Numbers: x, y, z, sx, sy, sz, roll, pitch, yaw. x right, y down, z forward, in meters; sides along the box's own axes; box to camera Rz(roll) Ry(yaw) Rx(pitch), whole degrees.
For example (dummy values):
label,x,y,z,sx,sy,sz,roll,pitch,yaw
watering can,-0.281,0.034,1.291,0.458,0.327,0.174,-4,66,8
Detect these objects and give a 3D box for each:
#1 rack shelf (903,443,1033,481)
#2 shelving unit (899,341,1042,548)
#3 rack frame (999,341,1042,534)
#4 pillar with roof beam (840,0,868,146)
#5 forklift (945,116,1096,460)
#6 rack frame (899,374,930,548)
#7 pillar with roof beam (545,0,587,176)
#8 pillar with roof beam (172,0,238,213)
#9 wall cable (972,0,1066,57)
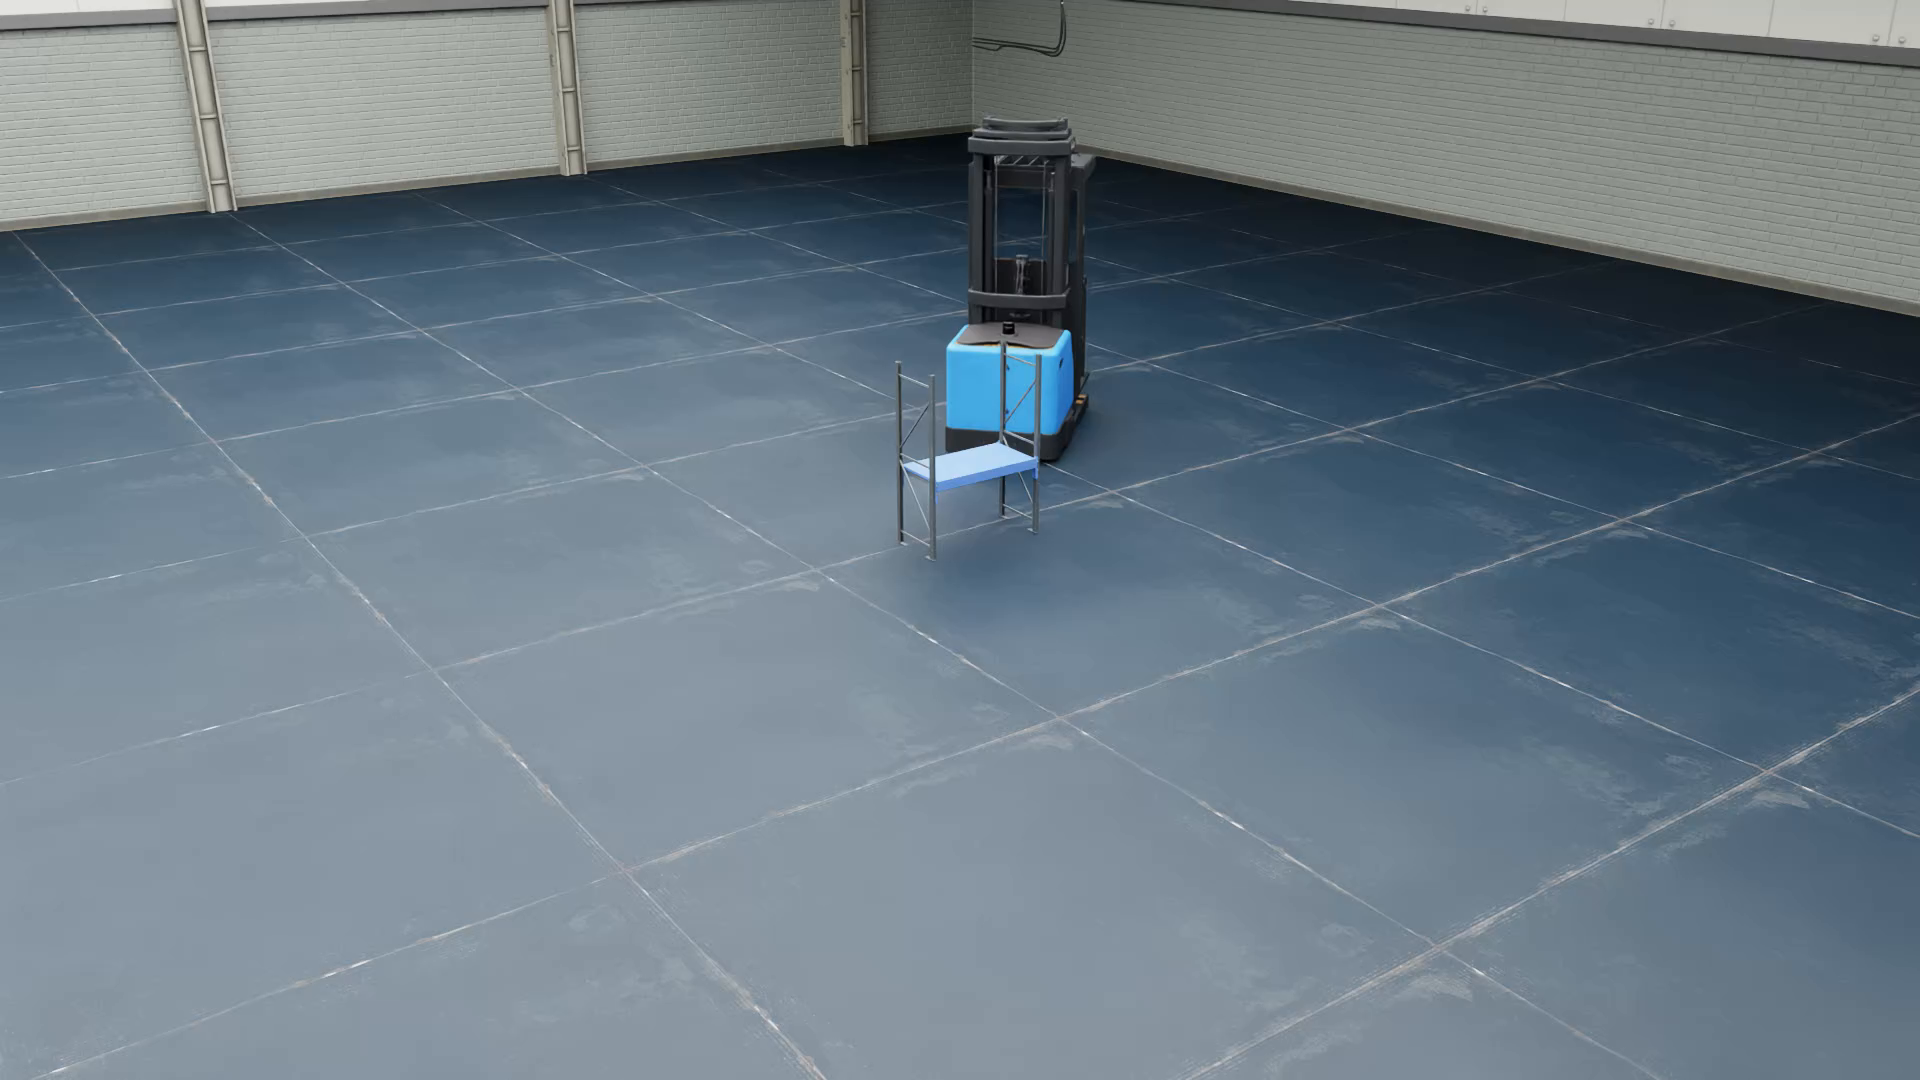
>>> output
label,x,y,z,sx,sy,sz,roll,pitch,yaw
rack shelf,0.069,-0.610,13.207,0.952,0.026,0.459,-15,26,-33
shelving unit,0.073,-0.716,13.167,1.039,1.500,0.500,-15,26,-33
rack frame,0.482,-0.825,13.440,0.032,1.500,0.500,-15,26,-33
pillar with roof beam,0.438,-10.765,28.232,0.400,9.000,9.100,-15,26,-33
forklift,0.674,-2.599,15.954,1.130,2.935,3.031,5,22,11
rack frame,-0.344,-0.606,12.890,0.013,1.308,0.475,-15,26,-33
pillar with roof beam,-4.432,-9.466,24.977,0.400,9.000,9.100,-15,26,-33
pillar with roof beam,-9.303,-8.168,21.723,0.400,9.000,9.100,-15,26,-33
wall cable,1.088,-10.858,32.654,0.112,2.526,3.097,-15,26,-33
